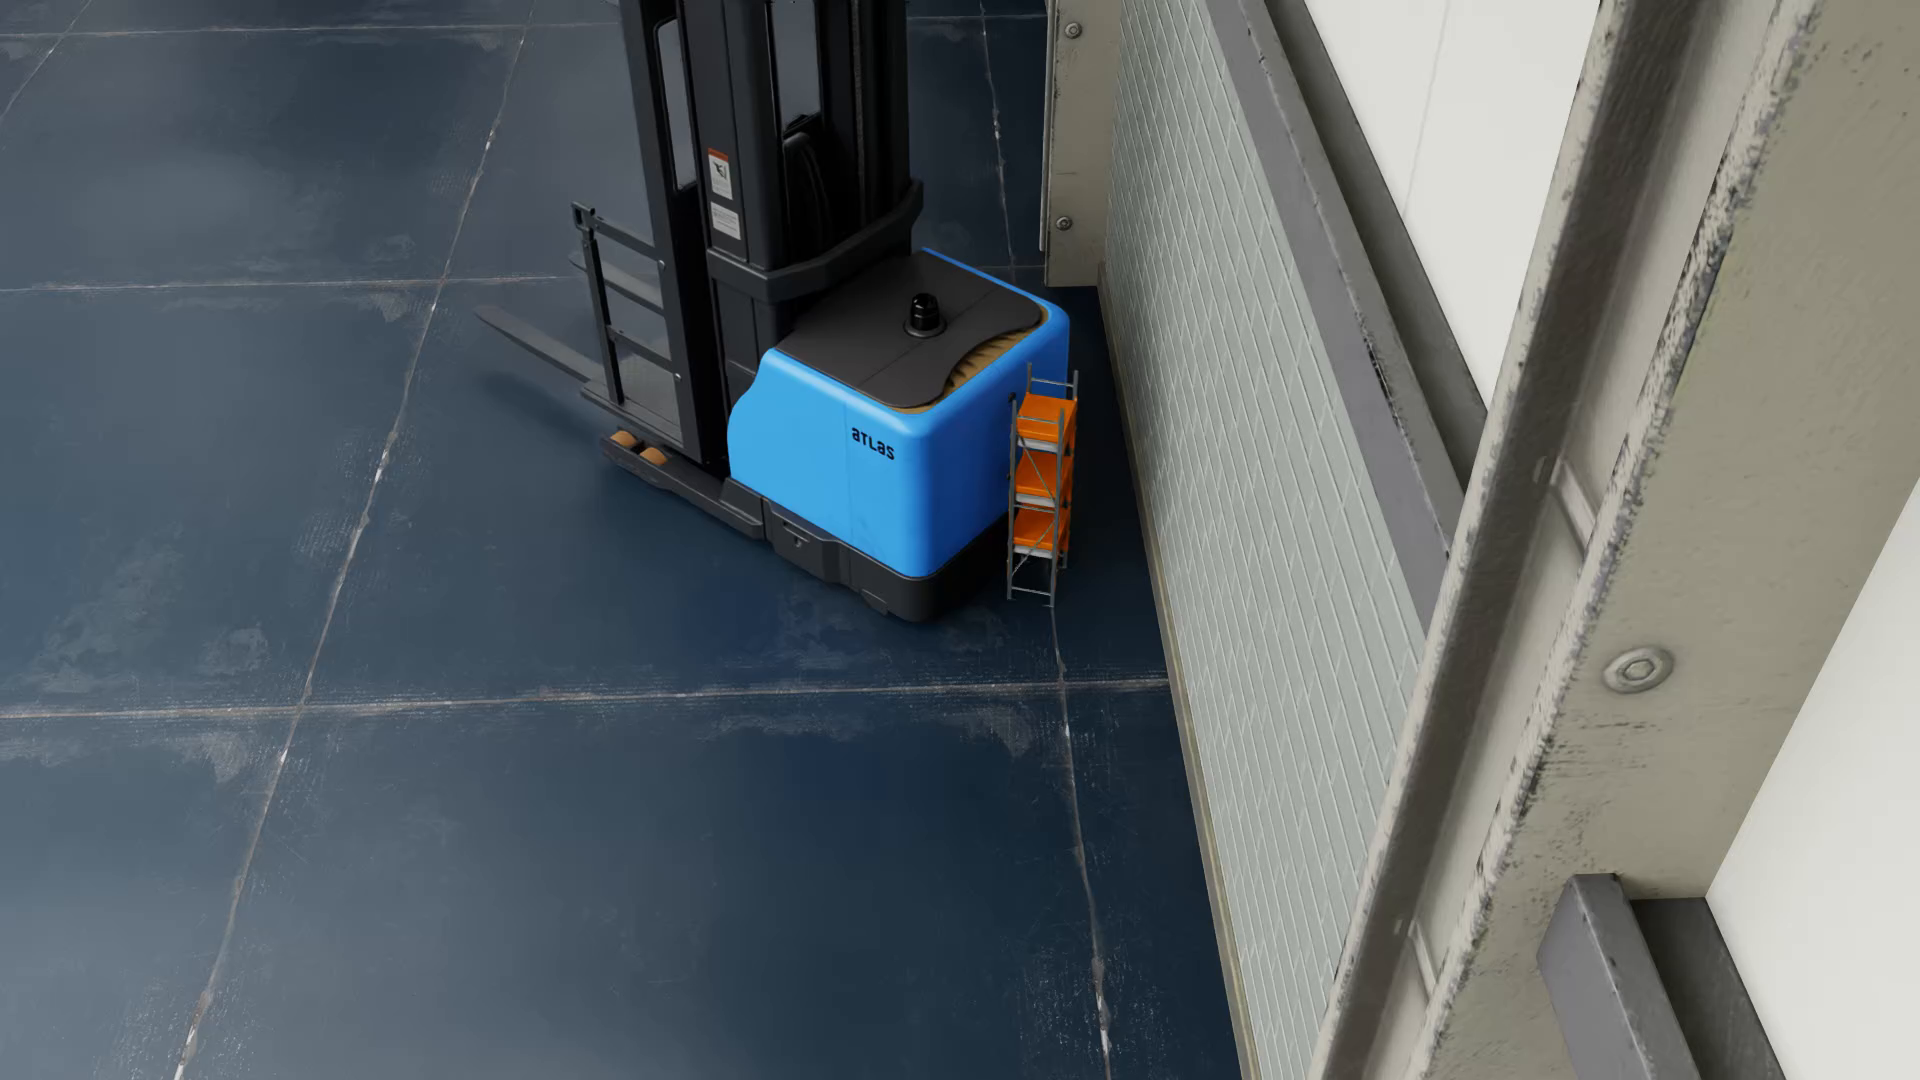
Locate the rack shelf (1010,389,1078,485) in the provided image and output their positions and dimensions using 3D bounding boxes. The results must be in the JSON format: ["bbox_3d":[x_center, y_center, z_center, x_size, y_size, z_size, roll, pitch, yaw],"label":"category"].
[{"bbox_3d":[0.328,-0.403,6.508,0.215,0.259,0.240,10,44,11],"label":"rack shelf"}]

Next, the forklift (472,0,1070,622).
[{"bbox_3d":[-1.006,-1.581,6.805,3.031,2.935,1.130,29,50,28],"label":"forklift"}]

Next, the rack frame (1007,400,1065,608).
[{"bbox_3d":[0.296,-0.122,6.606,0.200,1.050,0.008,10,44,11],"label":"rack frame"}]

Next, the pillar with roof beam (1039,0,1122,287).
[{"bbox_3d":[-3.709,-4.657,5.671,9.100,9.000,0.400,-2,43,-2],"label":"pillar with roof beam"}]

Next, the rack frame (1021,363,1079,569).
[{"bbox_3d":[0.360,-0.281,6.780,0.200,1.050,0.008,10,44,11],"label":"rack frame"}]

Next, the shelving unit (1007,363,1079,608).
[{"bbox_3d":[0.328,-0.202,6.693,0.215,1.050,0.252,10,44,11],"label":"shelving unit"}]

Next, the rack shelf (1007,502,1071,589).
[{"bbox_3d":[0.328,0.011,6.888,0.215,0.259,0.240,10,44,11],"label":"rack shelf"}]

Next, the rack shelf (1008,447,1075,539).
[{"bbox_3d":[0.328,-0.194,6.700,0.215,0.259,0.240,10,44,11],"label":"rack shelf"}]
